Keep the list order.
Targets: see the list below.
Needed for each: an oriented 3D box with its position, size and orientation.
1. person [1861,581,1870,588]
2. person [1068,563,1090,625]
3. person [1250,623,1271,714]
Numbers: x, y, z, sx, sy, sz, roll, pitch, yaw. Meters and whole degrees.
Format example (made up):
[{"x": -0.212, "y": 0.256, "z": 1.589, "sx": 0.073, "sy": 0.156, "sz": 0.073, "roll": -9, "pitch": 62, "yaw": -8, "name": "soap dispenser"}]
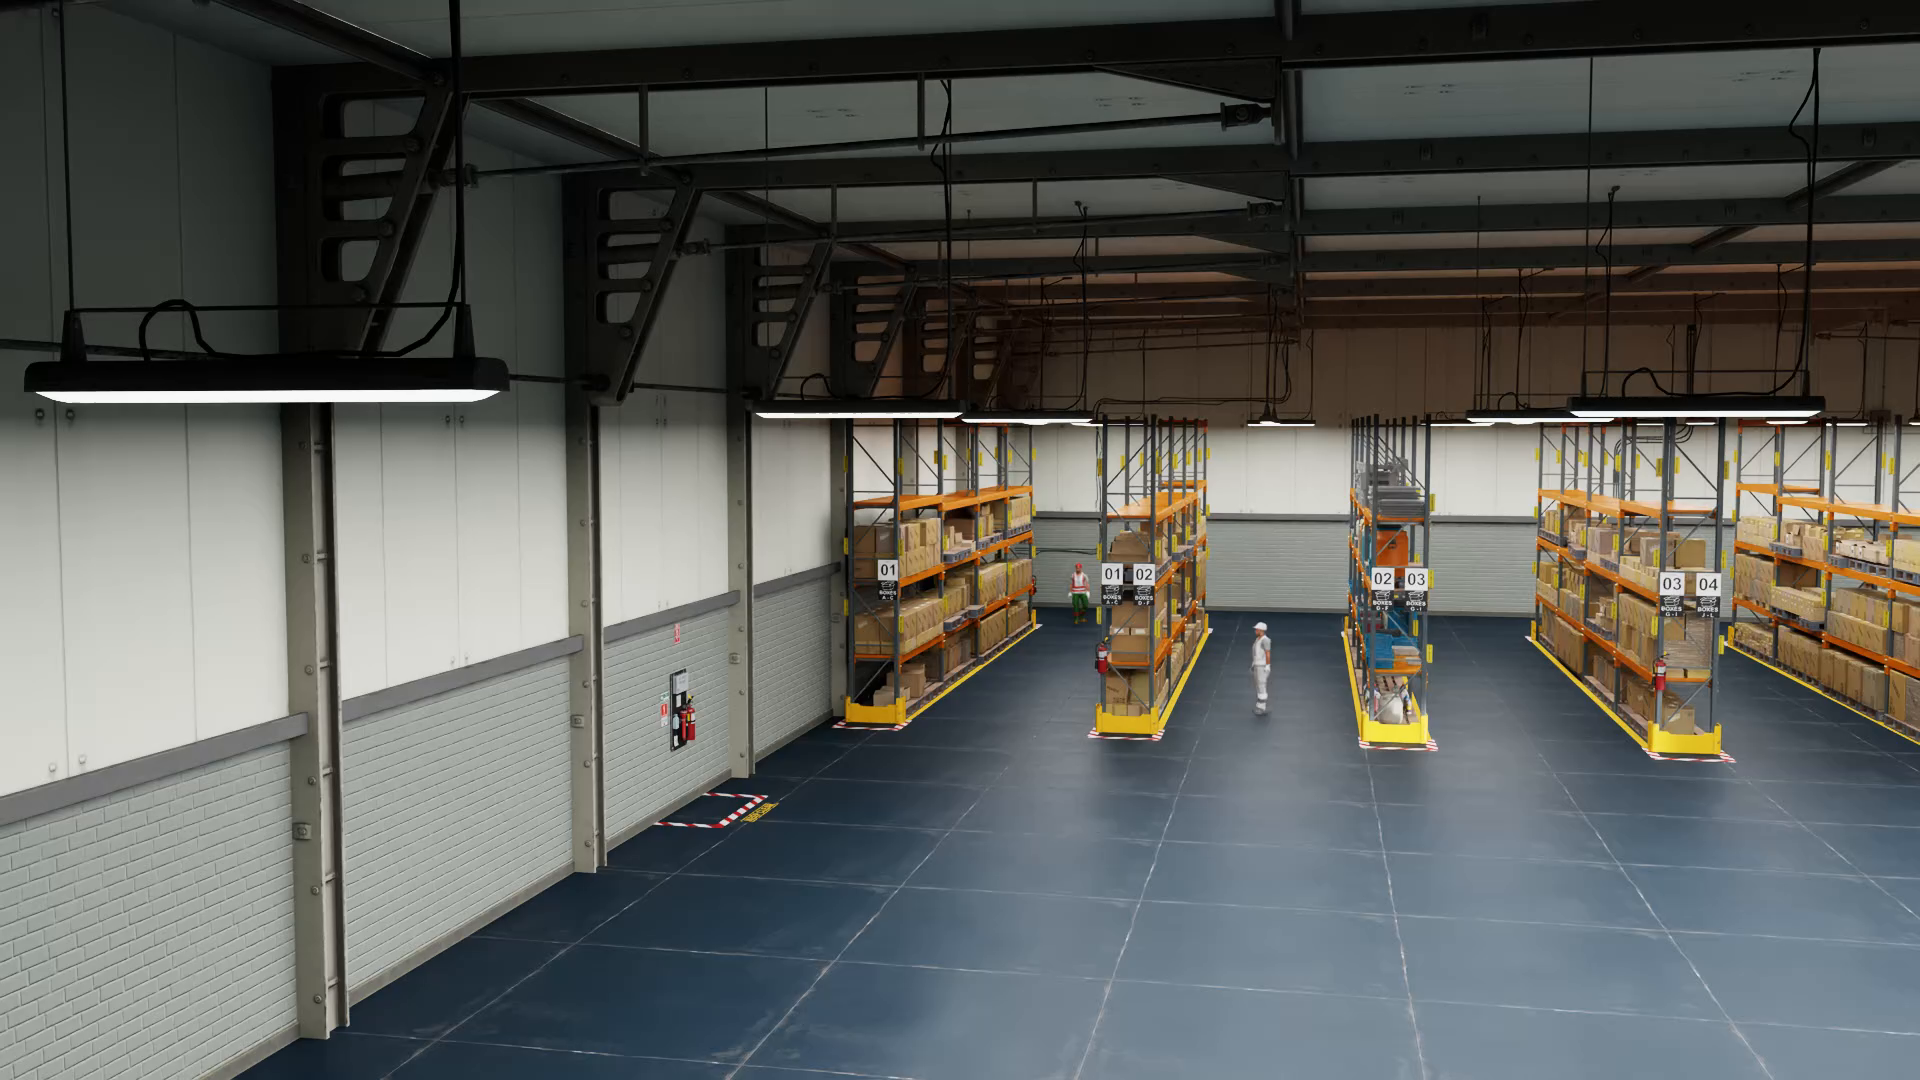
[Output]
[{"x": 24.872, "y": 1.875, "z": 45.750, "sx": 0.672, "sy": 1.615, "sz": 0.433, "roll": 0, "pitch": 4, "yaw": -7, "name": "person"}, {"x": 3.478, "y": 1.581, "z": 48.763, "sx": 0.598, "sy": 1.797, "sz": 0.459, "roll": -1, "pitch": 4, "yaw": -12, "name": "person"}, {"x": 6.057, "y": 2.583, "z": 33.693, "sx": 0.434, "sy": 1.804, "sz": 0.661, "roll": -1, "pitch": 4, "yaw": -9, "name": "person"}]
